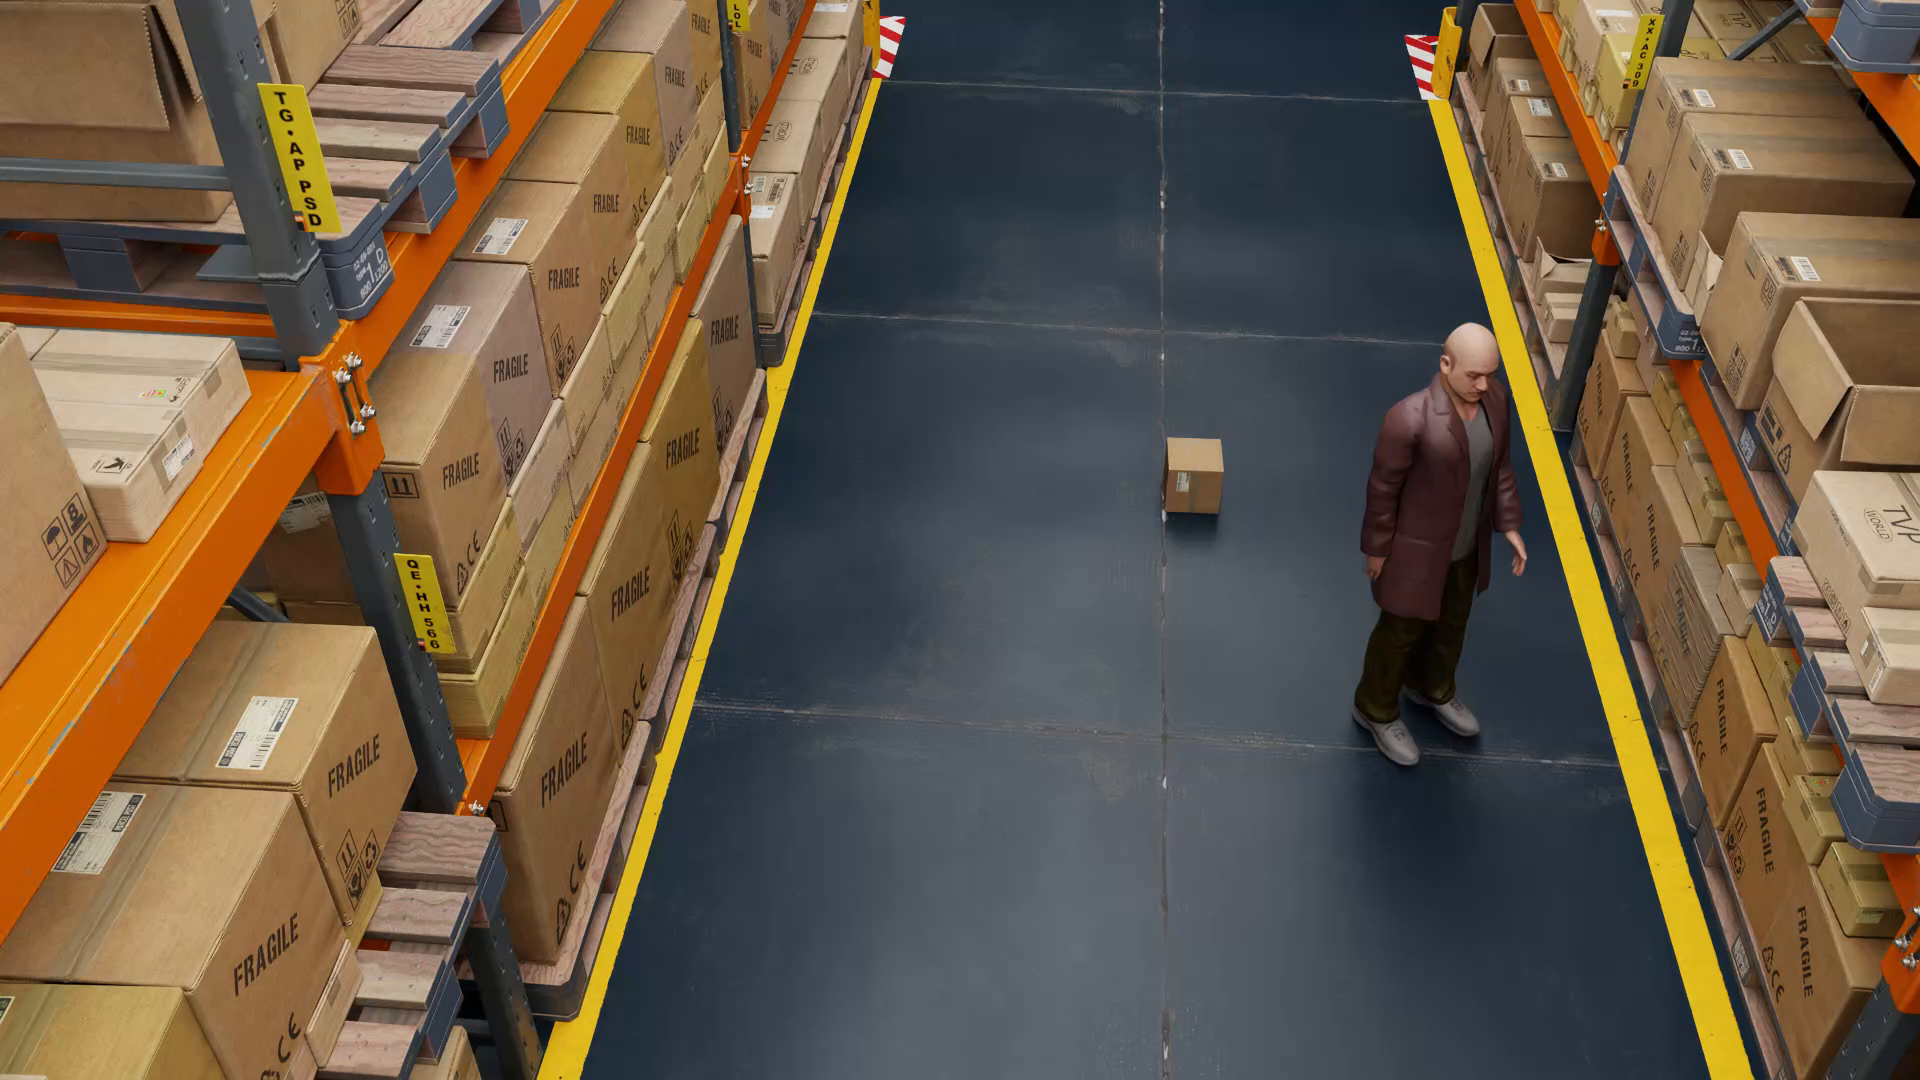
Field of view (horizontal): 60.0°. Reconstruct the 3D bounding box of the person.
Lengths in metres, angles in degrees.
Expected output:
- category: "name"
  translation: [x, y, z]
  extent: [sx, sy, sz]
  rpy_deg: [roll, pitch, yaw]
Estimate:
- category: "person"
  translation: [1.783, 0.033, 6.096]
  extent: [0.582, 1.790, 0.471]
  rpy_deg: [-21, 44, -23]
